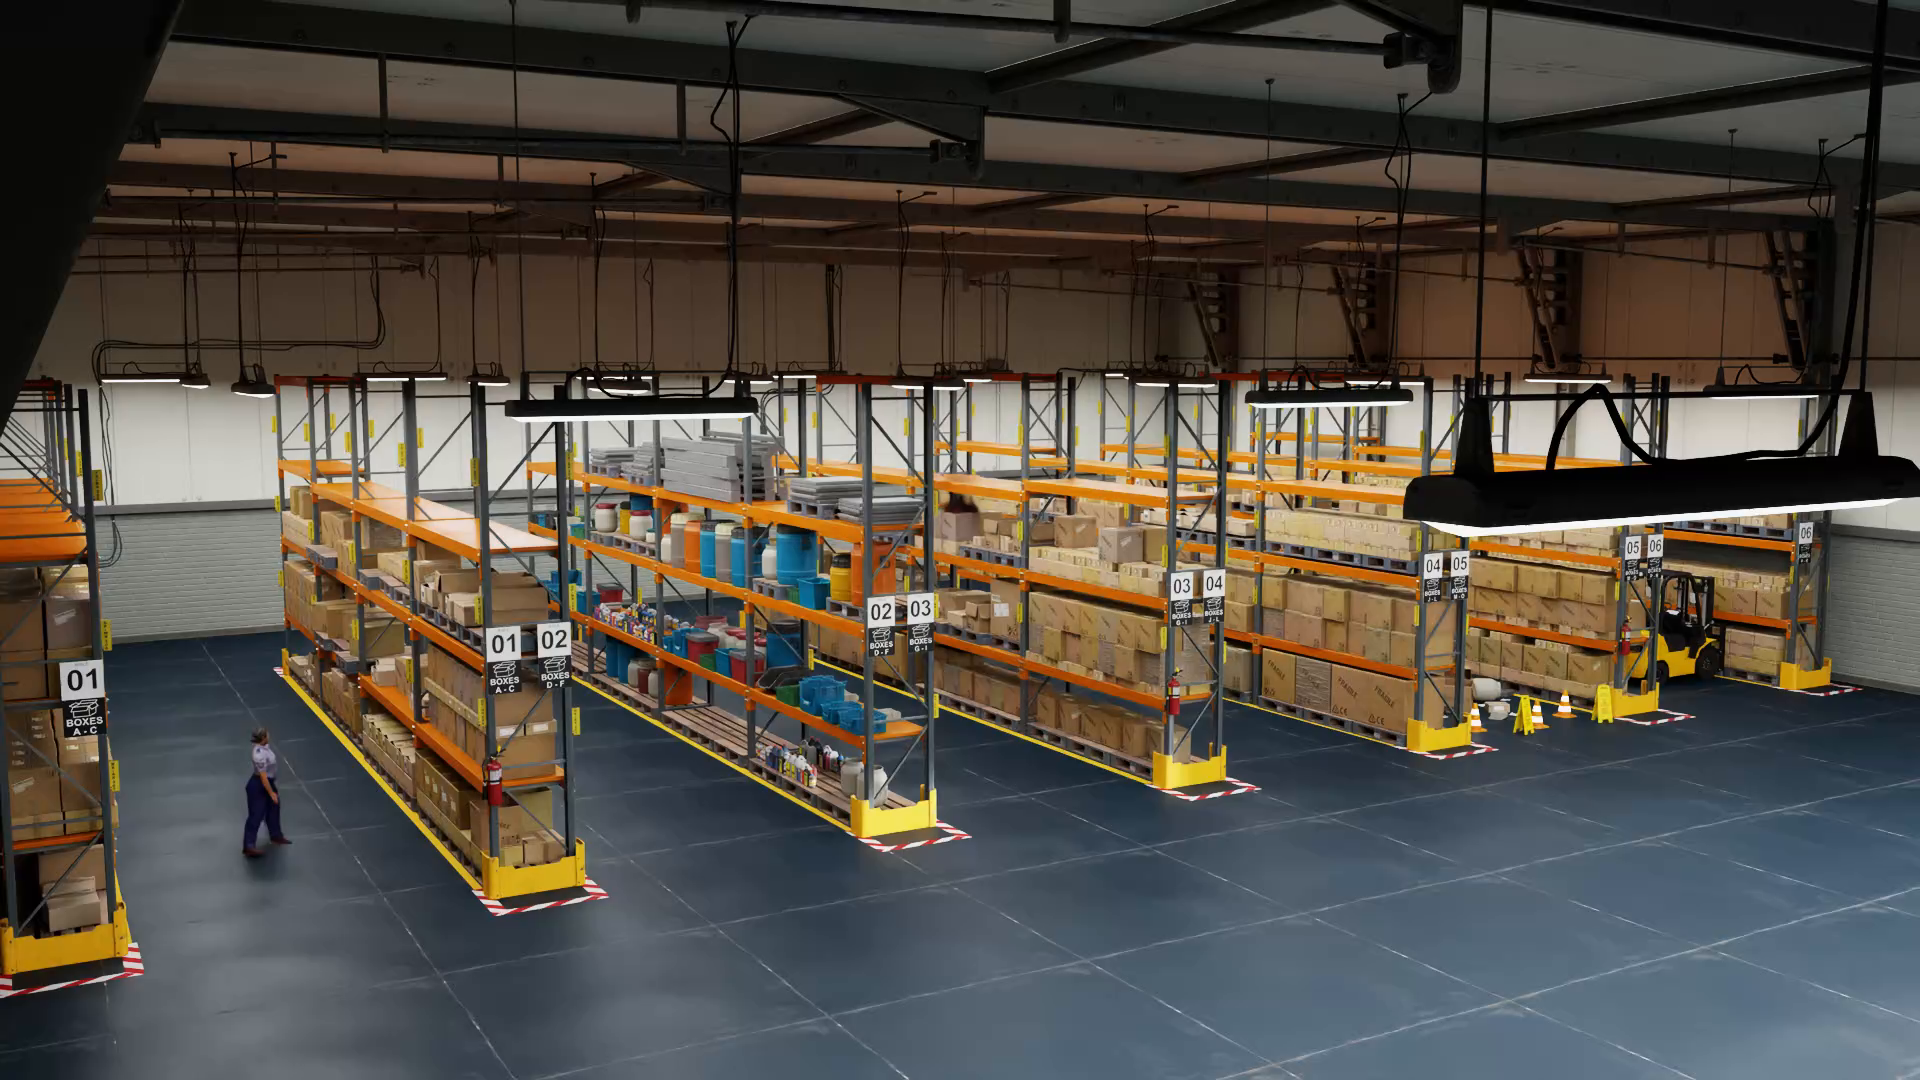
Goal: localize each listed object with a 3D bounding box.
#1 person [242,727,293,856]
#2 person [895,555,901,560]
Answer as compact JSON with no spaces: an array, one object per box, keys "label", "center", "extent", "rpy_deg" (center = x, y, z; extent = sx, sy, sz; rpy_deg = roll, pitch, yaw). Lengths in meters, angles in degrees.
[{"label":"person","center":[-8.940,3.204,21.378],"extent":[0.536,1.659,0.659],"rpy_deg":[-1,6,-13]},{"label":"person","center":[-1.510,1.166,39.745],"extent":[0.526,1.629,0.689],"rpy_deg":[-2,7,-17]}]
